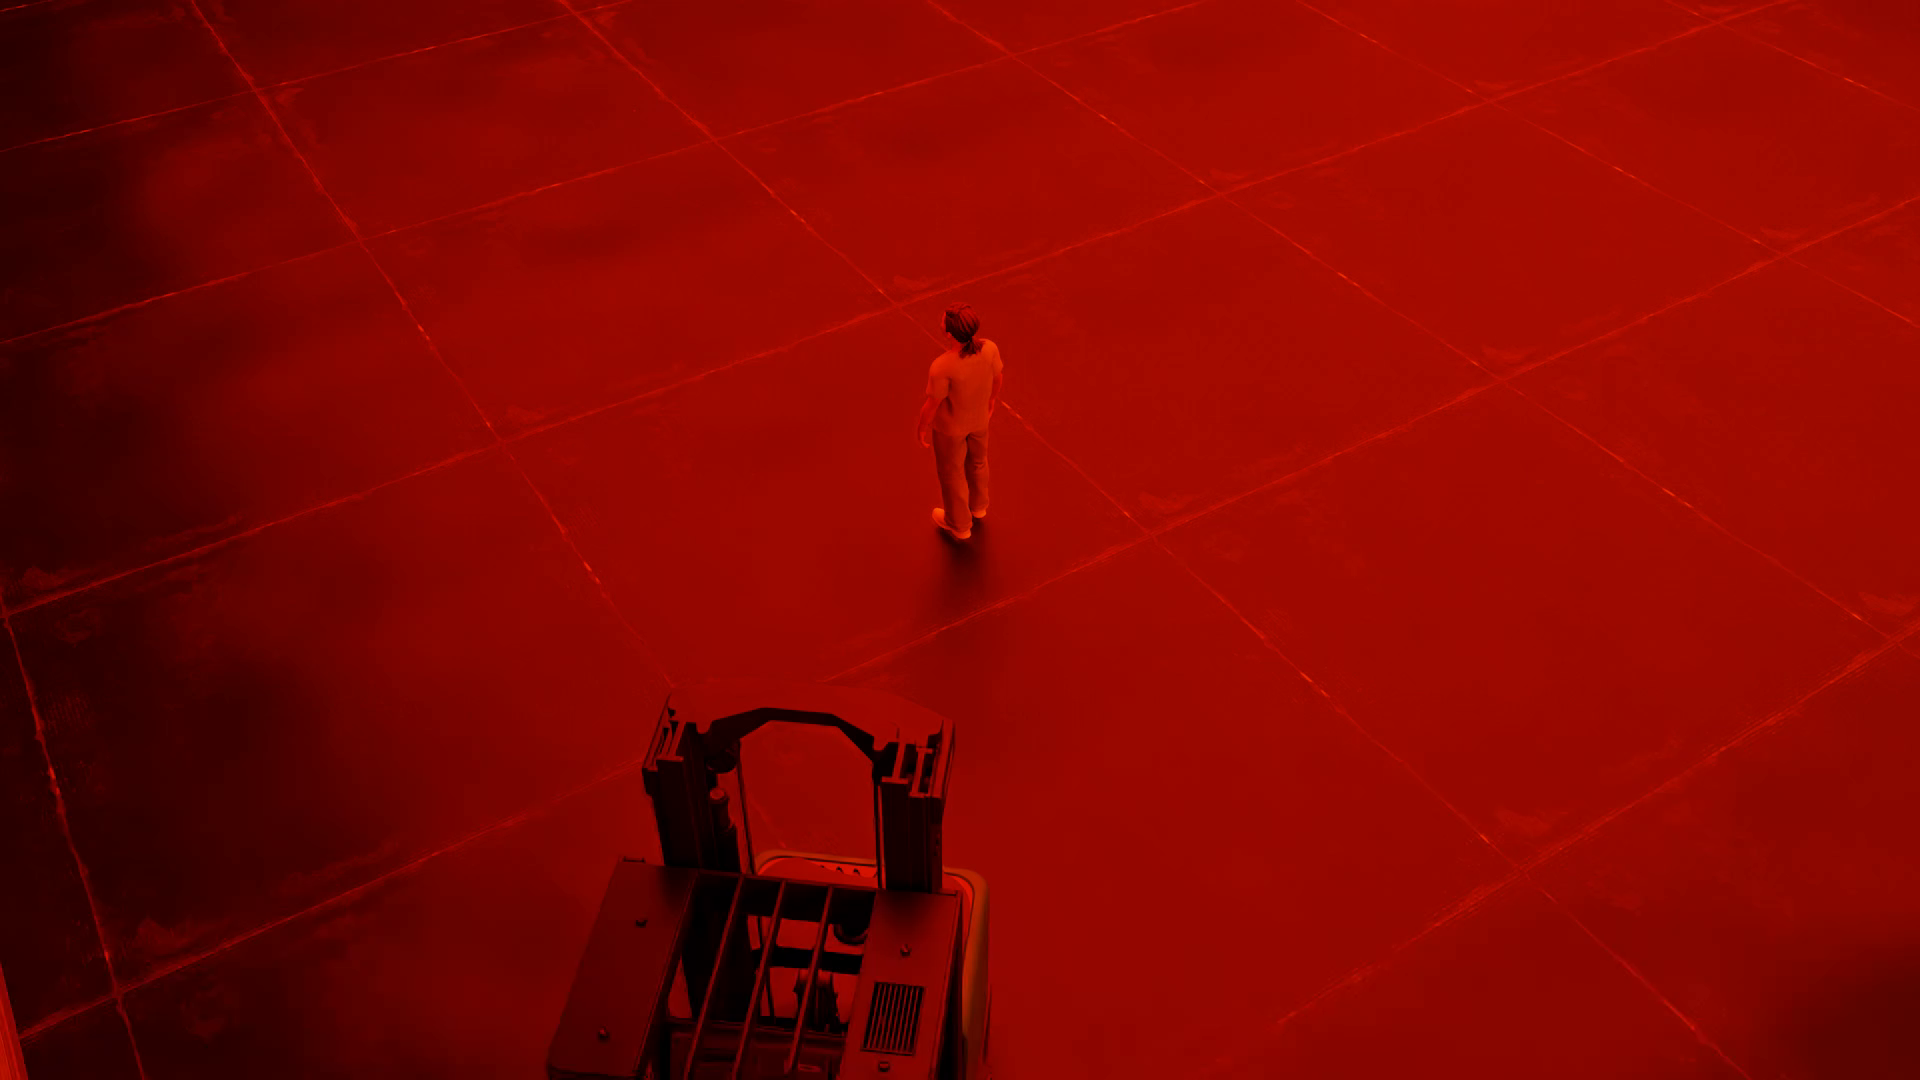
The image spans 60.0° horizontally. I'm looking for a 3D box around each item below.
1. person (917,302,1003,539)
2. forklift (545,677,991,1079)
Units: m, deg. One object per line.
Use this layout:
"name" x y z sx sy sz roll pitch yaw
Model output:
"person" -0.028 -0.712 9.567 0.550 1.675 0.549 -23 46 -24
"forklift" -0.567 2.000 5.583 1.130 2.935 3.031 5 41 6
